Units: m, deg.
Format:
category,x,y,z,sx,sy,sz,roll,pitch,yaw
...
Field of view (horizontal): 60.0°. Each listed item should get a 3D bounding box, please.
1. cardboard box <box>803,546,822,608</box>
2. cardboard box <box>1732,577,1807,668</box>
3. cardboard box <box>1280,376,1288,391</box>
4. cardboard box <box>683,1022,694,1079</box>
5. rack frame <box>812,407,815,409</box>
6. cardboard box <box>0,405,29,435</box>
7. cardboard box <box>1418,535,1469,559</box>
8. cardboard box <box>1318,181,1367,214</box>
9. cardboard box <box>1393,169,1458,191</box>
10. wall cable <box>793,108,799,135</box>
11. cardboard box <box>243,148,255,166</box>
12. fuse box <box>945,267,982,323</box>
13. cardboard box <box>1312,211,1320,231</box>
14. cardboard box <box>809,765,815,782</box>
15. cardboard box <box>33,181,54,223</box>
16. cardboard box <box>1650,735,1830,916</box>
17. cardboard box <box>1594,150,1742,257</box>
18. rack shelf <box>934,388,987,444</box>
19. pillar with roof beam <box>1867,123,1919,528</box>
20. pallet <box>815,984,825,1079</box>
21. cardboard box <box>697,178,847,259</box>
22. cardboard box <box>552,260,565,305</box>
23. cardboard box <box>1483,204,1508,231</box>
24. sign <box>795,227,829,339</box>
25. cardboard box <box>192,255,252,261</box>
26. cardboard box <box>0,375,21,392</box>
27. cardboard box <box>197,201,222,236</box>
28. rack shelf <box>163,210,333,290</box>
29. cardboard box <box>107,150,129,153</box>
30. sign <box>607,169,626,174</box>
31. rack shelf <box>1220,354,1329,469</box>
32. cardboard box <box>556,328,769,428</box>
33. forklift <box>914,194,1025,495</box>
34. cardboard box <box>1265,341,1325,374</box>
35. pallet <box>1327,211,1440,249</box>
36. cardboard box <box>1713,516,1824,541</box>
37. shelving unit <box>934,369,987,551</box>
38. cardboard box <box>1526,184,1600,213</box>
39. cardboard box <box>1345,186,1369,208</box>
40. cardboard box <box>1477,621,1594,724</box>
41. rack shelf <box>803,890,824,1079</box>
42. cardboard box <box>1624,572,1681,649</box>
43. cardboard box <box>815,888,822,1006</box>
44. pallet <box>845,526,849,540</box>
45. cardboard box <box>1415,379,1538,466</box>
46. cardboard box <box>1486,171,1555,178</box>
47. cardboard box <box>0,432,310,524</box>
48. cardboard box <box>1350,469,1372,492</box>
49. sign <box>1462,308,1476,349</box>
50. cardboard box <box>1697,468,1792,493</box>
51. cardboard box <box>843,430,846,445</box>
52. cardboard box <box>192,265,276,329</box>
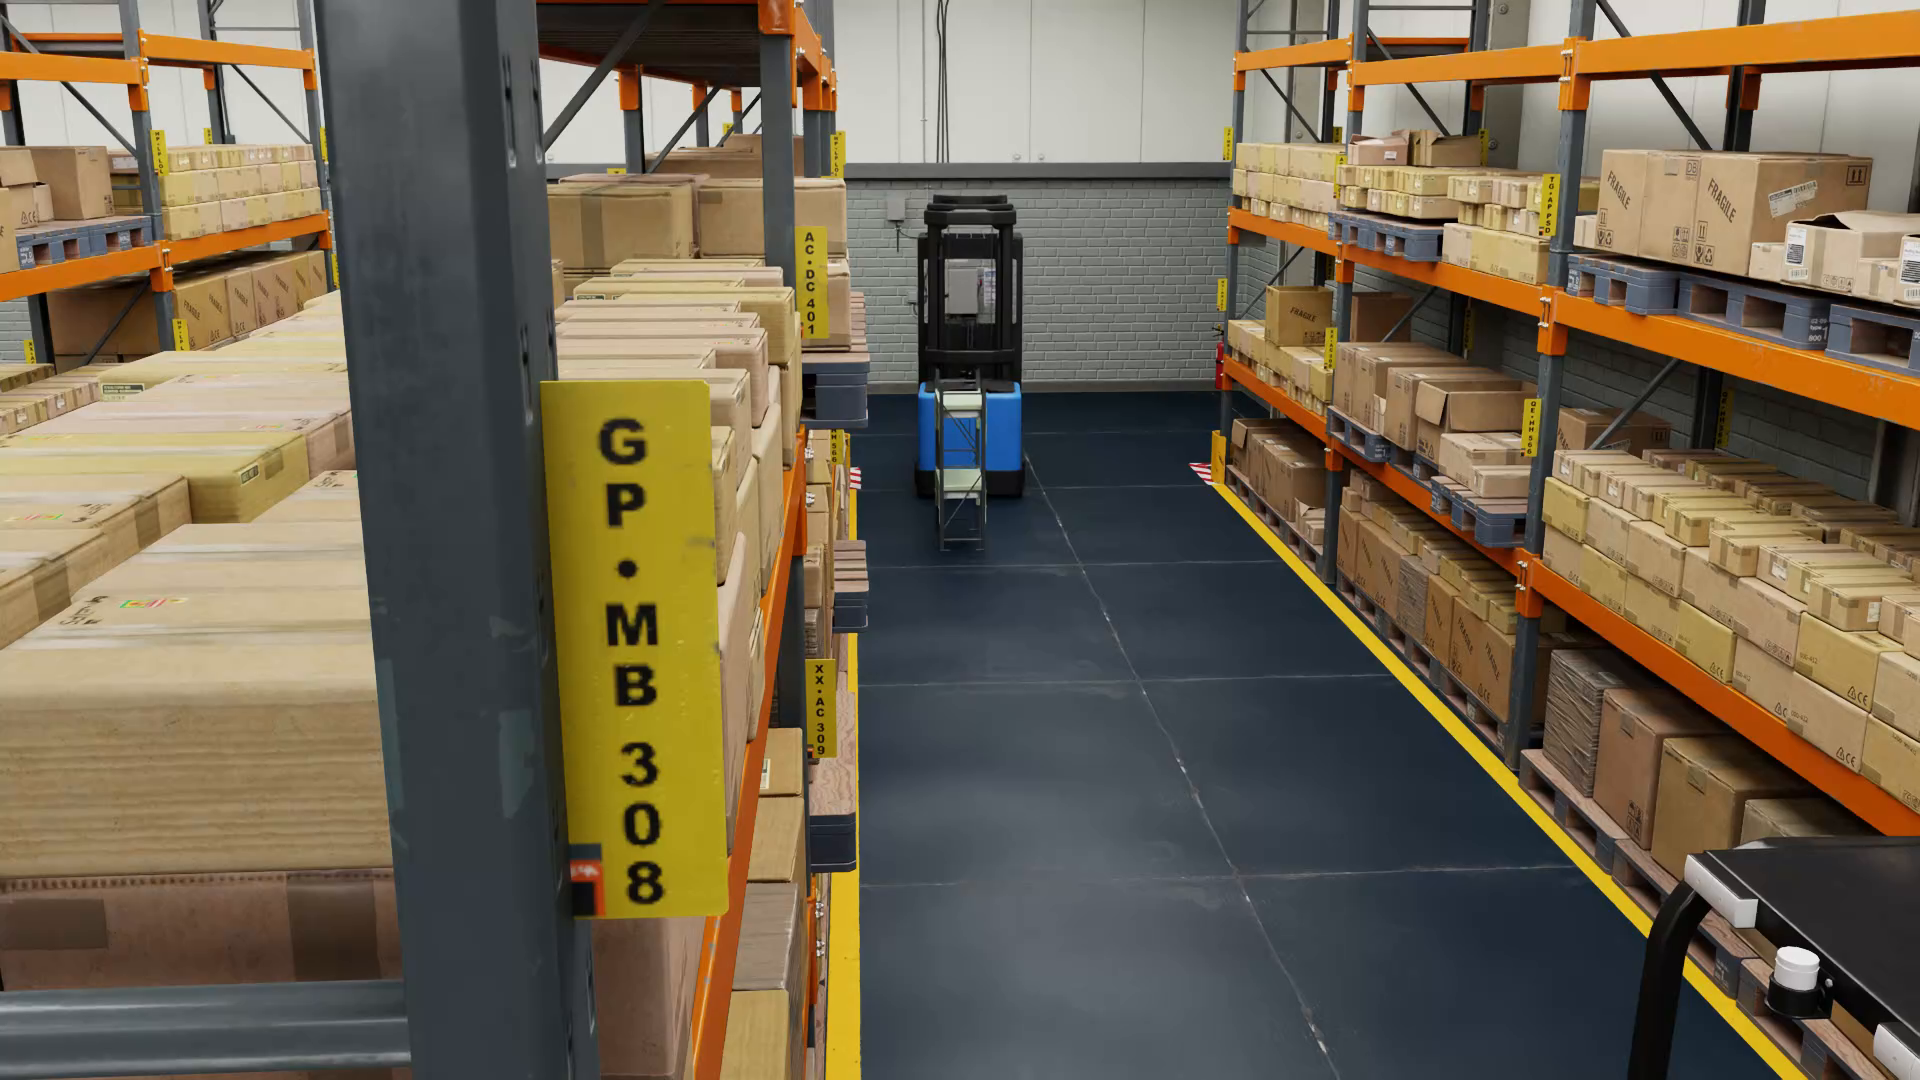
category,x,y,z,sx,sy,sz,roll,pitch,yaw
cardboard box,-0.655,0.126,5.573,0.380,0.149,0.250,-1,14,-4
cardboard box,3.624,0.339,6.988,0.500,0.250,0.500,-1,14,-2
cardboard box,3.130,-1.446,15.131,0.380,0.149,0.250,-1,14,-4
cardboard box,-0.428,0.535,1.411,0.380,0.149,0.250,-1,14,-3
rack frame,-1.227,-0.036,9.146,1.000,3.000,0.127,-1,14,-3
cardboard box,-6.079,-0.749,10.385,0.380,0.149,0.250,0,14,-2
cardboard box,3.425,0.069,11.612,0.380,0.149,0.250,-1,14,-3
cardboard box,3.199,-2.748,13.373,0.500,0.250,0.500,-1,14,-3
cardboard box,3.238,-2.499,11.562,0.380,0.149,0.250,-1,14,-3
wall cable,-2.356,-6.341,21.613,0.463,3.000,0.029,-1,14,-3
cardboard box,-6.270,-3.278,14.225,0.380,0.149,0.250,-1,14,-5
fuse box,0.010,-2.800,22.473,0.539,1.711,0.414,-1,14,-3
cardboard box,3.142,-2.652,13.798,0.380,0.149,0.250,0,14,-2
cardboard box,-0.698,0.735,5.812,0.380,0.149,0.250,-1,14,-3
cardboard box,-6.564,-2.320,11.340,0.500,0.311,0.500,-1,14,-4
cardboard box,3.842,1.318,7.805,0.875,0.625,0.625,-1,15,-6
cardboard box,3.529,-1.682,8.282,0.500,0.500,0.500,-1,14,-3
rack shelf,0.000,-1.103,14.736,0.431,0.370,0.720,-1,14,-3
pillar with roof beam,0.411,-2.642,7.236,9.100,9.000,0.400,-1,14,-3
pallet,-1.029,2.116,6.380,1.003,0.211,1.213,-1,14,-3
cardboard box,-0.656,-1.142,5.880,0.500,0.250,0.500,-1,14,-5
cardboard box,-1.285,-0.675,4.514,0.380,0.149,0.250,-1,14,-4
cardboard box,3.418,-1.963,10.116,0.380,0.149,0.250,-1,14,-3
sign,-0.438,-0.754,4.881,0.100,0.325,0.005,-1,14,-3
cardboard box,-6.856,-2.359,15.373,0.500,0.500,0.500,0,14,-2
cardboard box,-6.807,-1.061,11.597,0.380,0.149,0.250,-1,14,-3
cardboard box,-6.214,-2.553,13.210,0.500,0.250,0.500,-1,14,-4
rack shelf,-6.533,-2.531,14.267,1.077,0.370,4.000,-1,14,-3
cardboard box,-6.683,-3.011,13.186,0.380,0.149,0.250,0,14,-1
sign,-1.781,-1.771,8.673,0.100,0.325,0.005,-1,14,-3
rack shelf,3.355,-1.257,15.337,1.077,0.370,4.000,-1,14,-3
cardboard box,-0.550,-0.299,3.052,0.380,0.149,0.250,-1,14,-3
forklift,0.107,-2.177,17.604,1.130,2.935,3.031,0,14,0
cardboard box,3.110,-1.679,15.237,0.500,0.250,0.500,-1,14,-5
pallet,3.450,-2.307,12.329,1.213,0.211,1.003,-1,14,-3
cardboard box,3.656,-0.008,7.536,0.380,0.149,0.250,-1,14,-3
shelving unit,0.000,-0.725,14.833,0.431,1.500,0.755,-1,14,-3
cardboard box,3.410,-1.912,9.320,0.380,0.149,0.250,0,14,-2
cardboard box,3.082,-2.546,12.342,0.380,0.149,0.250,-1,14,-3
cardboard box,3.486,0.792,10.102,0.500,0.500,0.500,0,14,-2
rack shelf,-0.855,1.805,3.436,1.077,0.370,4.000,-1,14,-3
cardboard box,3.576,0.326,8.039,0.500,0.250,0.500,-1,14,-5
cardboard box,-1.062,1.719,6.756,0.950,0.372,0.625,0,14,0
pallet,-1.444,0.129,14.100,1.003,0.211,1.213,-1,14,-3
cardboard box,3.441,-0.770,10.949,0.797,0.503,0.637,-1,14,-5
cardboard box,3.736,-2.379,11.098,0.380,0.149,0.250,-1,14,-2
cardboard box,-1.023,-0.035,2.026,0.380,0.149,0.250,-1,14,-3
cardboard box,3.296,-0.467,13.096,0.380,0.149,0.250,-1,14,-4
sign,4.033,-1.678,13.206,0.100,0.325,0.005,-1,14,-3
cardboard box,4.032,-0.270,8.552,0.380,0.149,0.250,-1,14,-3
cardboard box,-1.582,-0.825,16.514,0.875,0.438,0.875,-1,14,-5
cardboard box,-6.272,-2.104,14.380,0.500,0.500,0.500,-1,14,-5
